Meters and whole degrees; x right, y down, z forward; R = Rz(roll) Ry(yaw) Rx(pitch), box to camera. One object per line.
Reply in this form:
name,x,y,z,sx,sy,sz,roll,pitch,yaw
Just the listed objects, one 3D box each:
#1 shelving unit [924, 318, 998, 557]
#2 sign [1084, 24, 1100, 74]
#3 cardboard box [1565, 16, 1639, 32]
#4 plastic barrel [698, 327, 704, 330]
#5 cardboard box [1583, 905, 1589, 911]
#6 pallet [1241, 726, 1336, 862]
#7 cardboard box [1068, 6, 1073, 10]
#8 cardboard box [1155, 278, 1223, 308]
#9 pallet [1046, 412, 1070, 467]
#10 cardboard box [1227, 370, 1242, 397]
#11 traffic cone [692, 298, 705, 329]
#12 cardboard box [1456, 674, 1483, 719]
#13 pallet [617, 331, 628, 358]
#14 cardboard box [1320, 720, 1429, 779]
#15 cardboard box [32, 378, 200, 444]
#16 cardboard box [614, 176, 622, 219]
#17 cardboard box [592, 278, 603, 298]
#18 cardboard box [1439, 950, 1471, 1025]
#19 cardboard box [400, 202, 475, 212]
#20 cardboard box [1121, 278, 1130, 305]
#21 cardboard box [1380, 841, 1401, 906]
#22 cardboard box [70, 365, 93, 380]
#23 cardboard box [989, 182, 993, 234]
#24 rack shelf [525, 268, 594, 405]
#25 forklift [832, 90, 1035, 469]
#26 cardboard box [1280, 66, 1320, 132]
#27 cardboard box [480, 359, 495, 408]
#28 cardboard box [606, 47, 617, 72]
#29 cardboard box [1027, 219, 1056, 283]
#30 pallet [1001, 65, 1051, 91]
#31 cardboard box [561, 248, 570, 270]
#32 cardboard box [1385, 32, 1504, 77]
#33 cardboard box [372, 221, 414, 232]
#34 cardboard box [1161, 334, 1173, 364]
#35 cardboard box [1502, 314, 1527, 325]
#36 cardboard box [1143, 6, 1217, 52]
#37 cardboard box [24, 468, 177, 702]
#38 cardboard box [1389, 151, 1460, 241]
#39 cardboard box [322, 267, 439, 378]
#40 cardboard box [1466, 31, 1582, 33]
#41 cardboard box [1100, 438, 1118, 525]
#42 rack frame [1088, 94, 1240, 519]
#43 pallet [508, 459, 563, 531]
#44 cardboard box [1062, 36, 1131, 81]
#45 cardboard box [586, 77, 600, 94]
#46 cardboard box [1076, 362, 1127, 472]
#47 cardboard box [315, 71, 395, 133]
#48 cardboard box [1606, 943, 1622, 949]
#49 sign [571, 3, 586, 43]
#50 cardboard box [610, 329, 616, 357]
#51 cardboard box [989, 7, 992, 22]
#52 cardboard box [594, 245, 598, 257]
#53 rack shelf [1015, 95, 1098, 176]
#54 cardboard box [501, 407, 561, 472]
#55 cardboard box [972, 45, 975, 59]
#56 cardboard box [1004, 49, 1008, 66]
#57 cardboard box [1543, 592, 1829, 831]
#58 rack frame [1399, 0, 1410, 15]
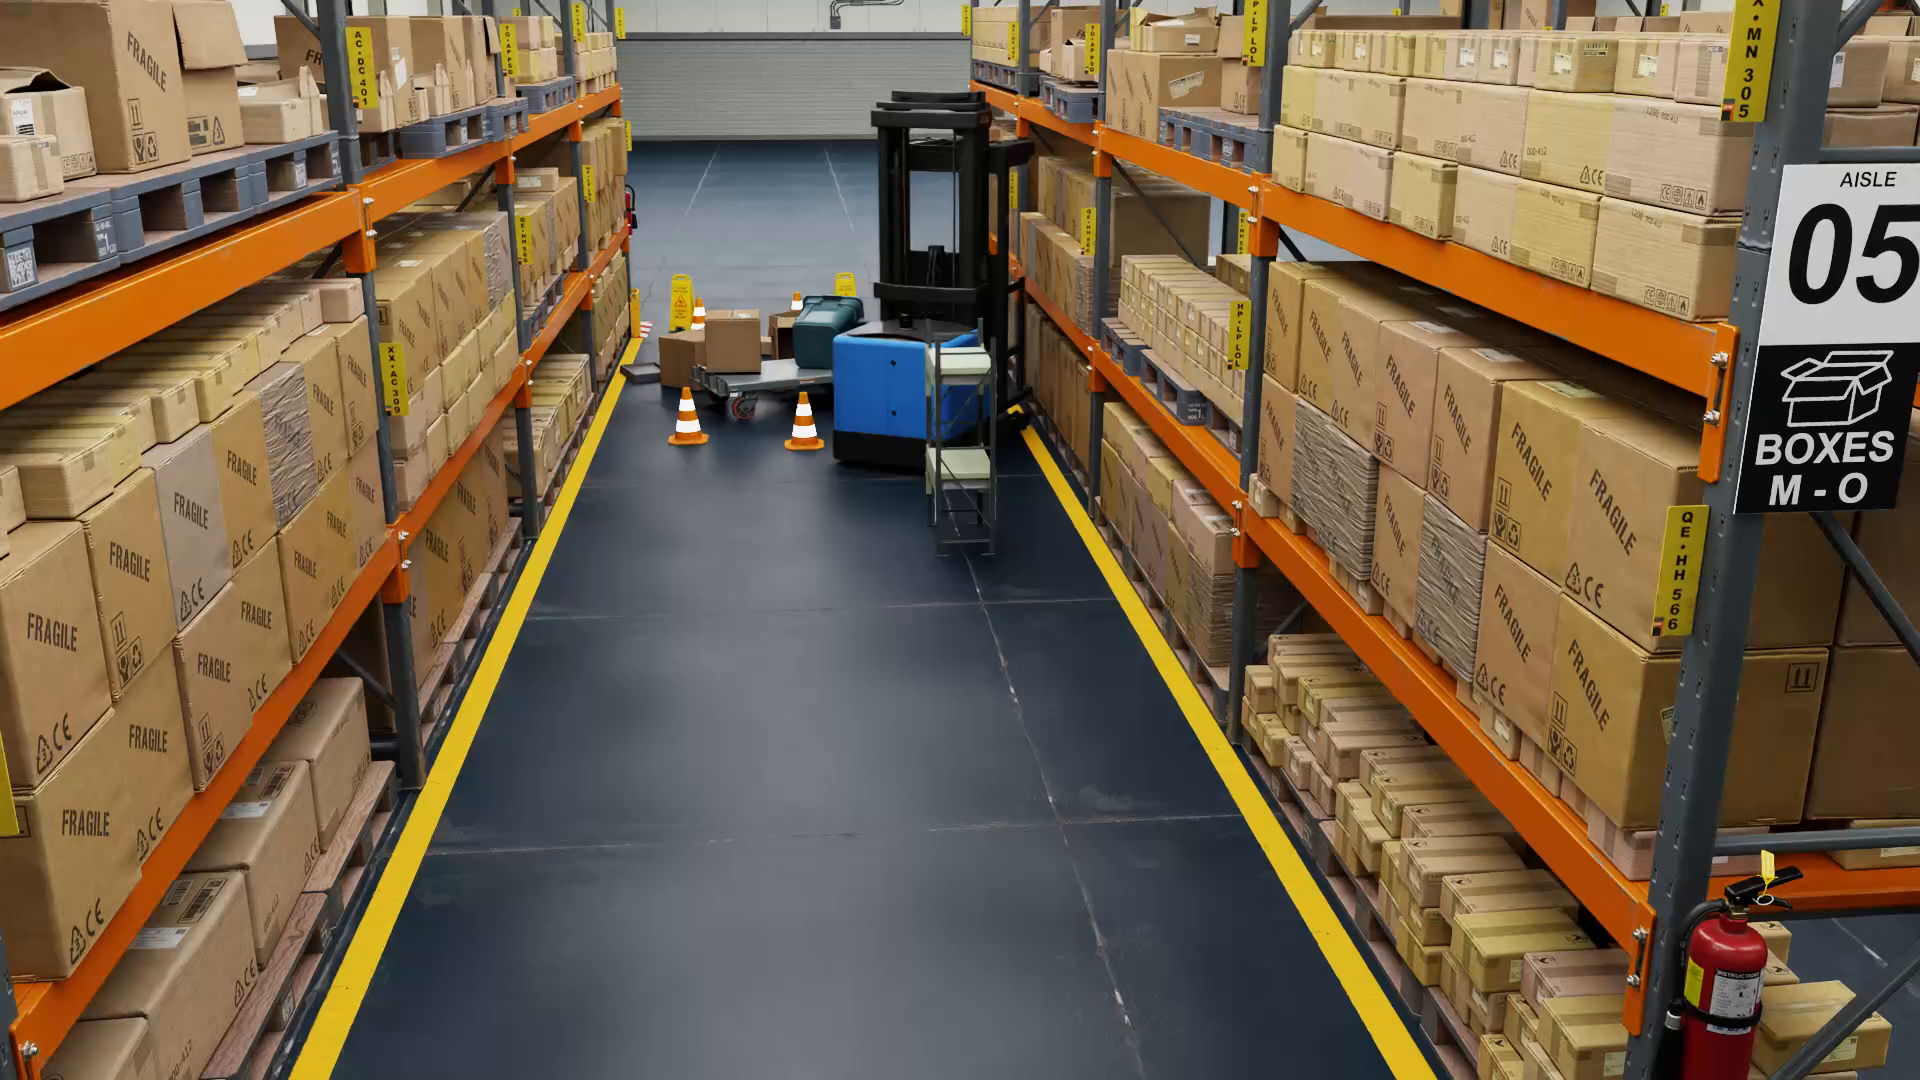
shelving unit,-0.001,-0.718,11.459,0.431,1.500,0.755,-2,18,-6
sign,0.894,-3.317,11.232,0.100,0.325,0.005,-2,18,-6
cardboard box,5.928,-4.469,15.022,0.797,0.503,0.637,-3,18,-8
plastic barrel,-2.573,-2.019,17.401,0.512,0.421,0.421,11,21,32
cardboard box,2.401,1.248,5.759,0.380,0.149,0.250,-3,18,-8
pallet,1.964,1.105,7.805,1.003,0.211,1.213,-2,18,-6
cardboard box,1.255,-5.094,16.106,0.380,0.149,0.250,-2,18,-7
cardboard box,1.410,-1.524,10.249,0.380,0.149,0.250,-1,17,-3
pallet,1.318,-0.886,14.146,1.003,0.211,1.213,-2,18,-6
cardboard box,1.594,-0.838,8.559,0.380,0.149,0.250,-2,18,-5
traffic cone,-2.964,-2.518,18.925,0.336,0.463,0.334,-2,18,-6
cardboard box,1.881,0.495,5.513,0.380,0.149,0.250,-3,18,-8
pallet,-4.235,-2.220,18.397,1.003,0.211,1.213,-2,18,-6
cardboard box,1.728,0.874,6.952,0.380,0.149,0.250,-1,17,-4
cardboard box,-2.522,-0.385,4.977,0.380,0.149,0.250,-2,18,-5
cardboard box,-3.914,-3.704,17.803,0.500,0.500,0.500,-2,18,-6
cardboard box,-3.624,-2.404,15.881,0.380,0.149,0.250,-2,17,-5
cardboard box,1.903,1.549,5.795,0.380,0.149,0.250,-2,18,-5
cardboard box,-3.907,-2.254,12.484,0.500,0.500,0.500,-3,18,-9
cardboard box,1.297,-1.688,11.269,0.380,0.149,0.250,-1,17,-3
cardboard box,1.804,1.251,6.246,0.380,0.149,0.250,-1,17,-3
cardboard box,-3.098,-0.595,5.644,0.380,0.149,0.250,-2,18,-6
cardboard box,0.716,-3.628,17.975,0.875,0.550,0.550,-2,18,-6
rack shelf,-3.673,-1.686,13.240,1.077,0.370,4.000,-2,18,-6
forklift,-0.023,-2.356,14.288,1.130,2.935,3.031,7,19,21
cardboard box,1.670,-1.872,7.039,0.500,0.250,0.500,-1,17,-4
cardboard box,-3.052,-0.917,9.839,0.500,0.250,0.500,-2,18,-6
cardboard box,-3.971,-5.174,17.896,0.500,0.250,0.500,-2,18,-6
cardboard box,0.874,-2.540,14.594,0.500,0.500,0.500,-2,18,-5
pallet,0.960,-4.441,15.955,1.003,0.211,1.213,-2,18,-6
cardboard box,-3.449,-2.330,13.809,0.380,0.149,0.250,-2,18,-5
cardboard box,1.736,-1.725,5.908,0.380,0.149,0.250,-1,17,-3
cardboard box,-3.598,-1.656,10.107,0.500,0.500,0.500,-2,18,-5
cardboard box,1.431,-1.162,10.089,0.380,0.149,0.250,-2,17,-5
cardboard box,2.274,-0.653,6.415,0.500,0.500,0.500,-1,17,-4
cardboard box,1.333,-3.103,10.100,0.396,0.266,0.258,-2,18,-6
cardboard box,-2.468,0.120,4.451,0.500,0.500,0.500,-2,18,-7
cardboard box,1.790,-1.177,5.662,0.500,0.250,0.500,-1,17,-3
cardboard box,-2.893,-1.057,8.199,0.500,0.500,0.500,-2,18,-6
cardboard box,2.178,-1.896,6.451,0.380,0.149,0.250,-1,17,-4
cardboard box,1.266,-0.405,11.432,0.500,0.500,0.500,-3,18,-8
rack frame,1.447,-1.616,11.817,1.000,3.000,0.127,-2,18,-6
pallet,-3.545,-0.336,12.394,1.003,0.211,1.213,-2,18,-6
cardboard box,1.041,-3.555,12.266,0.500,0.311,0.500,-2,18,-6
cardboard box,-3.713,-4.423,16.170,0.380,0.149,0.250,-2,18,-7
cardboard box,1.474,-0.927,12.678,1.050,0.750,0.750,-2,18,-6
cardboard box,-2.757,-1.969,7.455,0.396,0.266,0.258,-2,18,-6
cardboard box,2.388,1.468,5.556,0.380,0.149,0.250,-2,17,-5
sign,-3.327,-4.509,14.502,0.100,0.325,0.005,-2,18,-6
cardboard box,-3.795,-2.014,16.974,0.500,0.250,0.500,-2,18,-6
cardboard box,0.496,-5.375,17.003,0.380,0.149,0.250,-2,17,-5
cardboard box,-3.719,-2.835,16.120,0.380,0.149,0.250,-1,17,-4
rack shelf,1.241,-3.300,13.374,1.077,0.370,4.000,-2,18,-6
cardboard box,-3.599,-0.768,12.801,0.950,0.372,0.625,-2,18,-7
cardboard box,0.338,-5.447,18.563,0.380,0.149,0.250,-2,18,-5
cardboard box,0.624,-4.618,15.922,0.380,0.149,0.250,-2,17,-5
cardboard box,1.970,0.452,4.567,0.500,0.500,0.500,-1,17,-5
rack frame,5.566,-6.985,18.903,1.000,3.000,0.127,-2,18,-6
